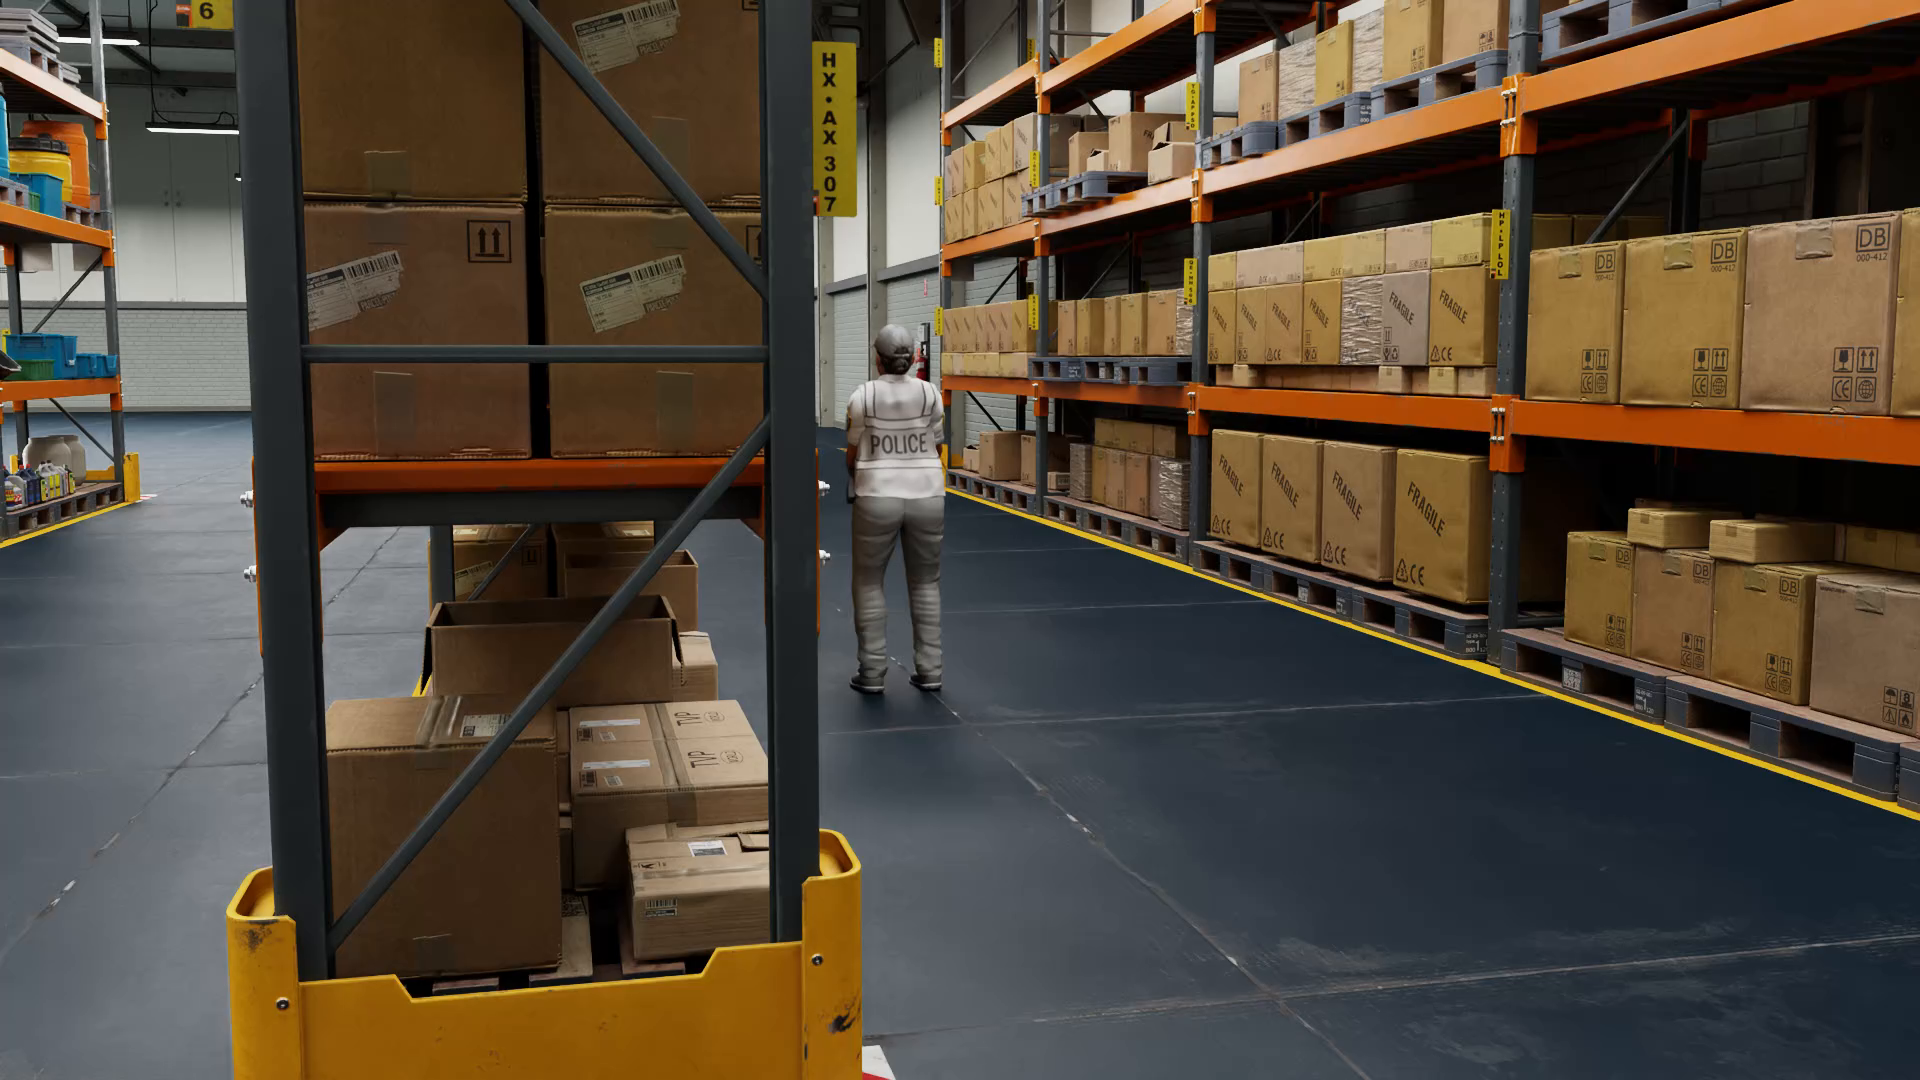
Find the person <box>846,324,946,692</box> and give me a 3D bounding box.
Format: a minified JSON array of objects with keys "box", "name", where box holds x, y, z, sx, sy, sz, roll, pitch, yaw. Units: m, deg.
[{"box":[-0.307,-0.148,7.577,0.452,1.653,0.535,-2,6,-15],"name":"person"}]
